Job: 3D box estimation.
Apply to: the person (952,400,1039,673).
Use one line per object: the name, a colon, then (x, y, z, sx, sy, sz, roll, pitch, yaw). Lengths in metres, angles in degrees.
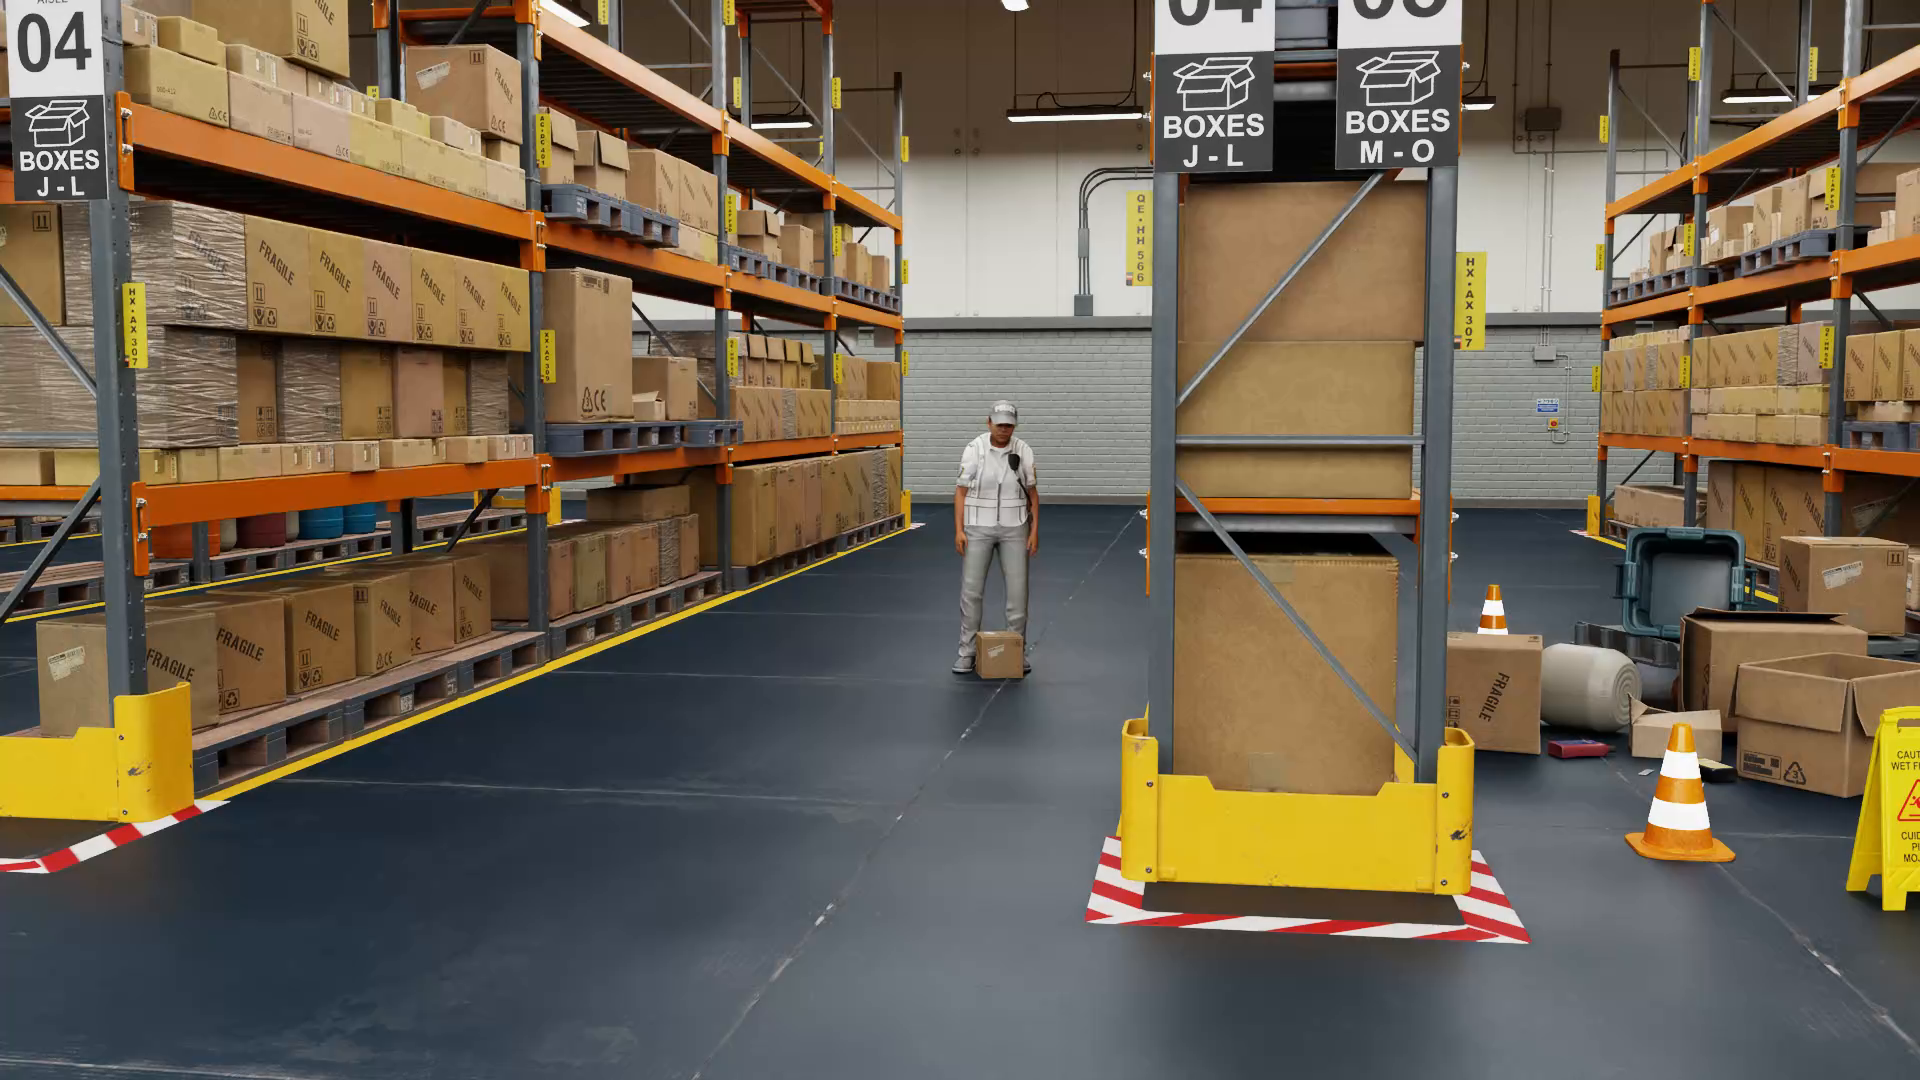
person: (0.219, -0.028, 10.224, 0.547, 1.664, 0.470, 0, 5, -5)
